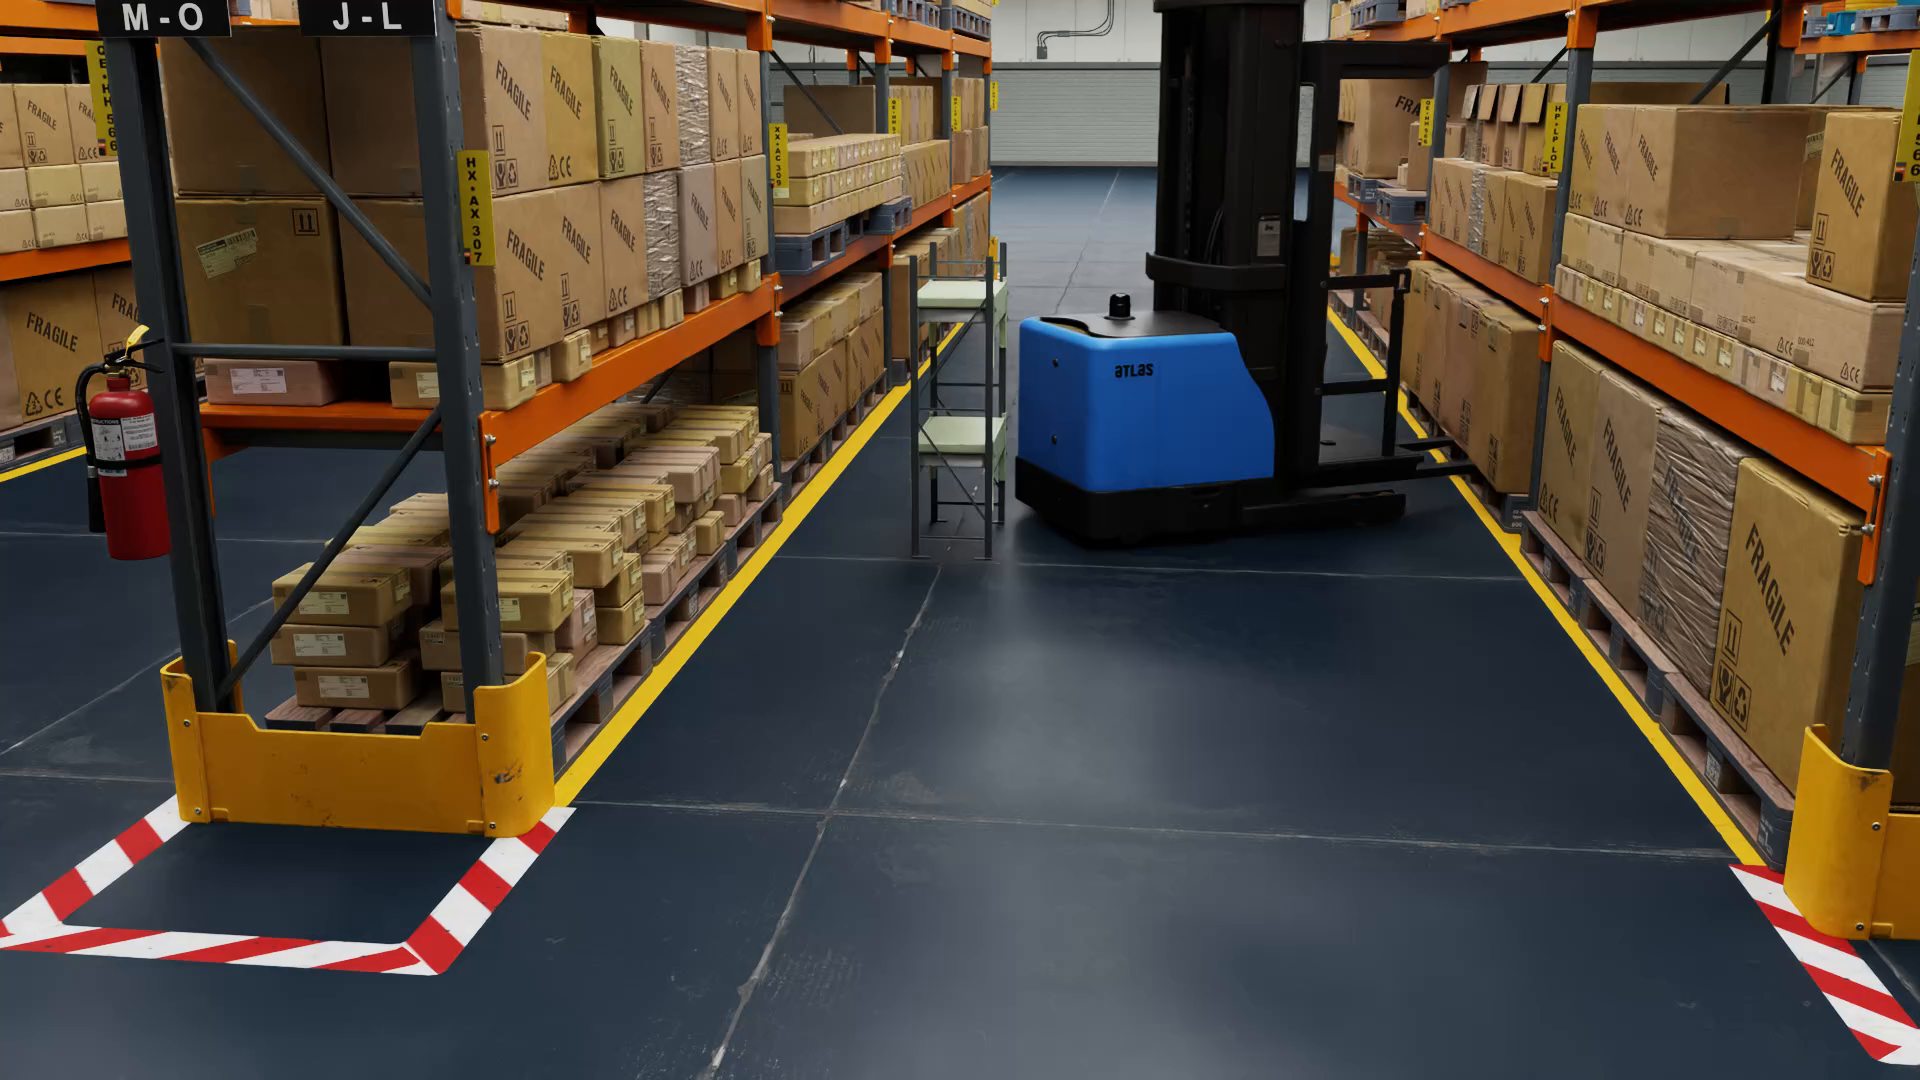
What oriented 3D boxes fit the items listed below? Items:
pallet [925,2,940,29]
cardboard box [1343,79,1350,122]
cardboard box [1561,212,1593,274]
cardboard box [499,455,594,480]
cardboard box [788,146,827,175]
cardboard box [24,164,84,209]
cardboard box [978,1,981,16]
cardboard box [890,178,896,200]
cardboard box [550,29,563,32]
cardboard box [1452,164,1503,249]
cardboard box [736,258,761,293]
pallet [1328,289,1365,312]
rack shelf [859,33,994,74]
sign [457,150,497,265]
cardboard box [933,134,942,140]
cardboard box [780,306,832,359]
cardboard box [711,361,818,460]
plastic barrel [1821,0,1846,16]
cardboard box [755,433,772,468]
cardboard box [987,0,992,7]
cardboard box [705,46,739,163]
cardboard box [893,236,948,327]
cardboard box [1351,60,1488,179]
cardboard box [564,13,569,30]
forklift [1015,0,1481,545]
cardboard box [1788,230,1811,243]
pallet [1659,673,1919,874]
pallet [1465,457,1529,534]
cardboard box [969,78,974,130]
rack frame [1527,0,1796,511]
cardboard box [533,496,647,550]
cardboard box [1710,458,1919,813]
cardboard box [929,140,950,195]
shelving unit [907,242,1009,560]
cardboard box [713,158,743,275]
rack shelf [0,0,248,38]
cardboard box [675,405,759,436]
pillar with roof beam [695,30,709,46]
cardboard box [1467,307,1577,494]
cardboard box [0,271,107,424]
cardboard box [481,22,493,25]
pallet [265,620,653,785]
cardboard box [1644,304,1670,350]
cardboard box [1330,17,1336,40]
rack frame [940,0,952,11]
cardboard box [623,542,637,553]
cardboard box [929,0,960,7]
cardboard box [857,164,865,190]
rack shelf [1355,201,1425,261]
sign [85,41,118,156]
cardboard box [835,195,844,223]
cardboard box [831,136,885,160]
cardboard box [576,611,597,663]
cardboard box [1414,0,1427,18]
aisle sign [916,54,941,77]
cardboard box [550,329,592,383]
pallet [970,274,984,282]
[{"bbox_3d":[-0.636,-4.783,15.224,0.805,0.209,1.217,1,15,4],"label":"pallet"},{"bbox_3d":[4.225,-4.553,17.076,0.500,0.500,0.500,2,15,6],"label":"cardboard box"},{"bbox_3d":[3.119,-1.376,7.723,0.500,0.250,0.500,1,15,5],"label":"cardboard box"},{"bbox_3d":[-1.864,-0.280,7.469,0.380,0.149,0.250,1,15,4],"label":"cardboard box"},{"bbox_3d":[-0.957,-2.121,9.298,0.380,0.149,0.250,2,15,8],"label":"cardboard box"},{"bbox_3d":[-5.970,-2.252,10.574,0.500,0.250,0.500,2,15,7],"label":"cardboard box"},{"bbox_3d":[0.025,-5.856,18.310,0.380,0.149,0.250,2,15,7],"label":"cardboard box"},{"bbox_3d":[-0.662,-2.505,11.855,0.380,0.149,0.250,2,15,6],"label":"cardboard box"},{"bbox_3d":[-4.882,-5.916,19.529,0.380,0.149,0.250,2,15,8],"label":"cardboard box"},{"bbox_3d":[3.449,-2.120,10.565,0.500,0.500,0.500,1,15,5],"label":"cardboard box"},{"bbox_3d":[-1.205,-1.319,8.276,0.380,0.149,0.250,1,15,5],"label":"cardboard box"},{"bbox_3d":[4.511,-2.641,18.023,1.003,0.211,1.213,2,15,6],"label":"pallet"},{"bbox_3d":[-0.356,-5.286,18.096,1.077,0.370,4.000,2,15,6],"label":"rack shelf"},{"bbox_3d":[-1.396,-0.956,4.793,0.100,0.325,0.005,2,15,6],"label":"sign"},{"bbox_3d":[-0.552,-3.835,16.810,0.875,0.550,0.550,2,15,6],"label":"cardboard box"},{"bbox_3d":[-1.081,-1.272,10.166,0.500,0.250,0.500,2,15,8],"label":"cardboard box"},{"bbox_3d":[-1.137,-0.771,9.753,0.500,0.500,0.500,2,15,8],"label":"cardboard box"},{"bbox_3d":[9.779,-6.114,18.152,0.600,0.830,0.708,2,15,6],"label":"plastic barrel"},{"bbox_3d":[-1.204,-0.471,8.743,0.380,0.149,0.250,2,15,7],"label":"cardboard box"},{"bbox_3d":[0.092,-6.339,19.333,0.500,0.250,0.500,2,15,7],"label":"cardboard box"},{"bbox_3d":[-1.322,-2.002,7.642,0.500,0.500,0.500,1,15,4],"label":"cardboard box"},{"bbox_3d":[-0.675,-2.369,15.184,1.050,0.750,0.750,2,15,6],"label":"cardboard box"},{"bbox_3d":[4.107,-3.785,14.958,1.000,1.000,1.000,2,15,7],"label":"cardboard box"},{"bbox_3d":[-4.850,-6.202,19.823,0.500,0.250,0.500,2,15,6],"label":"cardboard box"},{"bbox_3d":[1.877,-1.613,9.013,3.031,2.935,1.130,-6,16,-20],"label":"forklift"},{"bbox_3d":[3.530,-1.102,6.707,0.500,0.250,0.500,2,15,7],"label":"cardboard box"},{"bbox_3d":[2.994,0.755,5.467,1.003,0.211,1.213,2,15,6],"label":"pallet"},{"bbox_3d":[3.445,-0.276,9.277,1.003,0.211,1.213,2,15,6],"label":"pallet"},{"bbox_3d":[-0.310,-4.775,18.217,0.875,0.550,0.500,2,15,6],"label":"cardboard box"},{"bbox_3d":[3.433,-1.419,8.164,1.000,3.000,0.127,2,15,6],"label":"rack frame"},{"bbox_3d":[-1.485,-0.069,6.687,0.380,0.149,0.250,2,15,8],"label":"cardboard box"},{"bbox_3d":[2.974,0.273,5.173,0.875,0.875,0.875,2,15,6],"label":"cardboard box"},{"bbox_3d":[-0.375,-3.572,15.932,0.500,0.500,0.500,2,15,6],"label":"cardboard box"},{"bbox_3d":[0.001,-0.726,8.473,0.431,1.500,0.755,2,15,6],"label":"shelving unit"},{"bbox_3d":[-1.318,-1.515,7.757,0.500,0.500,0.500,1,15,5],"label":"cardboard box"},{"bbox_3d":[-6.188,-3.331,10.864,1.077,0.370,4.000,2,15,6],"label":"rack shelf"},{"bbox_3d":[-1.266,-0.605,8.672,0.380,0.149,0.250,2,15,8],"label":"cardboard box"},{"bbox_3d":[-3.304,-15.365,48.244,9.100,9.000,0.400,2,15,6],"label":"pillar with roof beam"},{"bbox_3d":[3.485,-0.763,9.003,1.225,0.875,0.875,2,15,6],"label":"cardboard box"},{"bbox_3d":[-6.329,-1.286,10.937,0.875,0.875,0.875,2,15,8],"label":"cardboard box"},{"bbox_3d":[-5.161,-5.384,17.561,0.380,0.149,0.250,2,15,8],"label":"cardboard box"},{"bbox_3d":[-1.800,0.563,6.177,1.003,0.211,1.213,2,15,6],"label":"pallet"},{"bbox_3d":[2.894,-0.827,6.454,0.380,0.149,0.250,1,15,5],"label":"cardboard box"},{"bbox_3d":[4.476,-5.790,18.868,0.500,0.250,0.500,2,15,8],"label":"cardboard box"},{"bbox_3d":[-0.582,-6.562,15.692,1.000,3.000,0.127,2,15,6],"label":"rack frame"},{"bbox_3d":[-1.522,0.077,6.718,0.380,0.149,0.250,1,15,4],"label":"cardboard box"},{"bbox_3d":[-0.203,-5.329,16.360,0.380,0.149,0.250,1,15,5],"label":"cardboard box"},{"bbox_3d":[-0.808,-2.311,10.569,0.380,0.149,0.250,1,15,5],"label":"cardboard box"},{"bbox_3d":[4.110,-2.628,14.013,1.077,0.370,4.000,2,15,6],"label":"rack shelf"},{"bbox_3d":[-2.485,-1.287,4.852,0.100,0.325,0.005,2,15,6],"label":"sign"},{"bbox_3d":[-0.896,-1.964,9.854,0.380,0.149,0.250,2,15,7],"label":"cardboard box"},{"bbox_3d":[-0.719,-2.655,11.270,0.380,0.149,0.250,2,15,8],"label":"cardboard box"},{"bbox_3d":[-1.589,0.358,6.249,0.380,0.149,0.250,2,15,7],"label":"cardboard box"},{"bbox_3d":[3.737,-4.092,12.589,0.500,0.250,0.500,2,15,6],"label":"cardboard box"},{"bbox_3d":[-0.420,-5.986,20.073,0.394,0.787,0.004,2,15,6],"label":"aisle sign"},{"bbox_3d":[-1.502,-0.643,5.773,0.380,0.149,0.250,1,15,5],"label":"cardboard box"},{"bbox_3d":[-0.283,-2.833,18.733,1.003,0.211,1.213,2,15,6],"label":"pallet"}]
